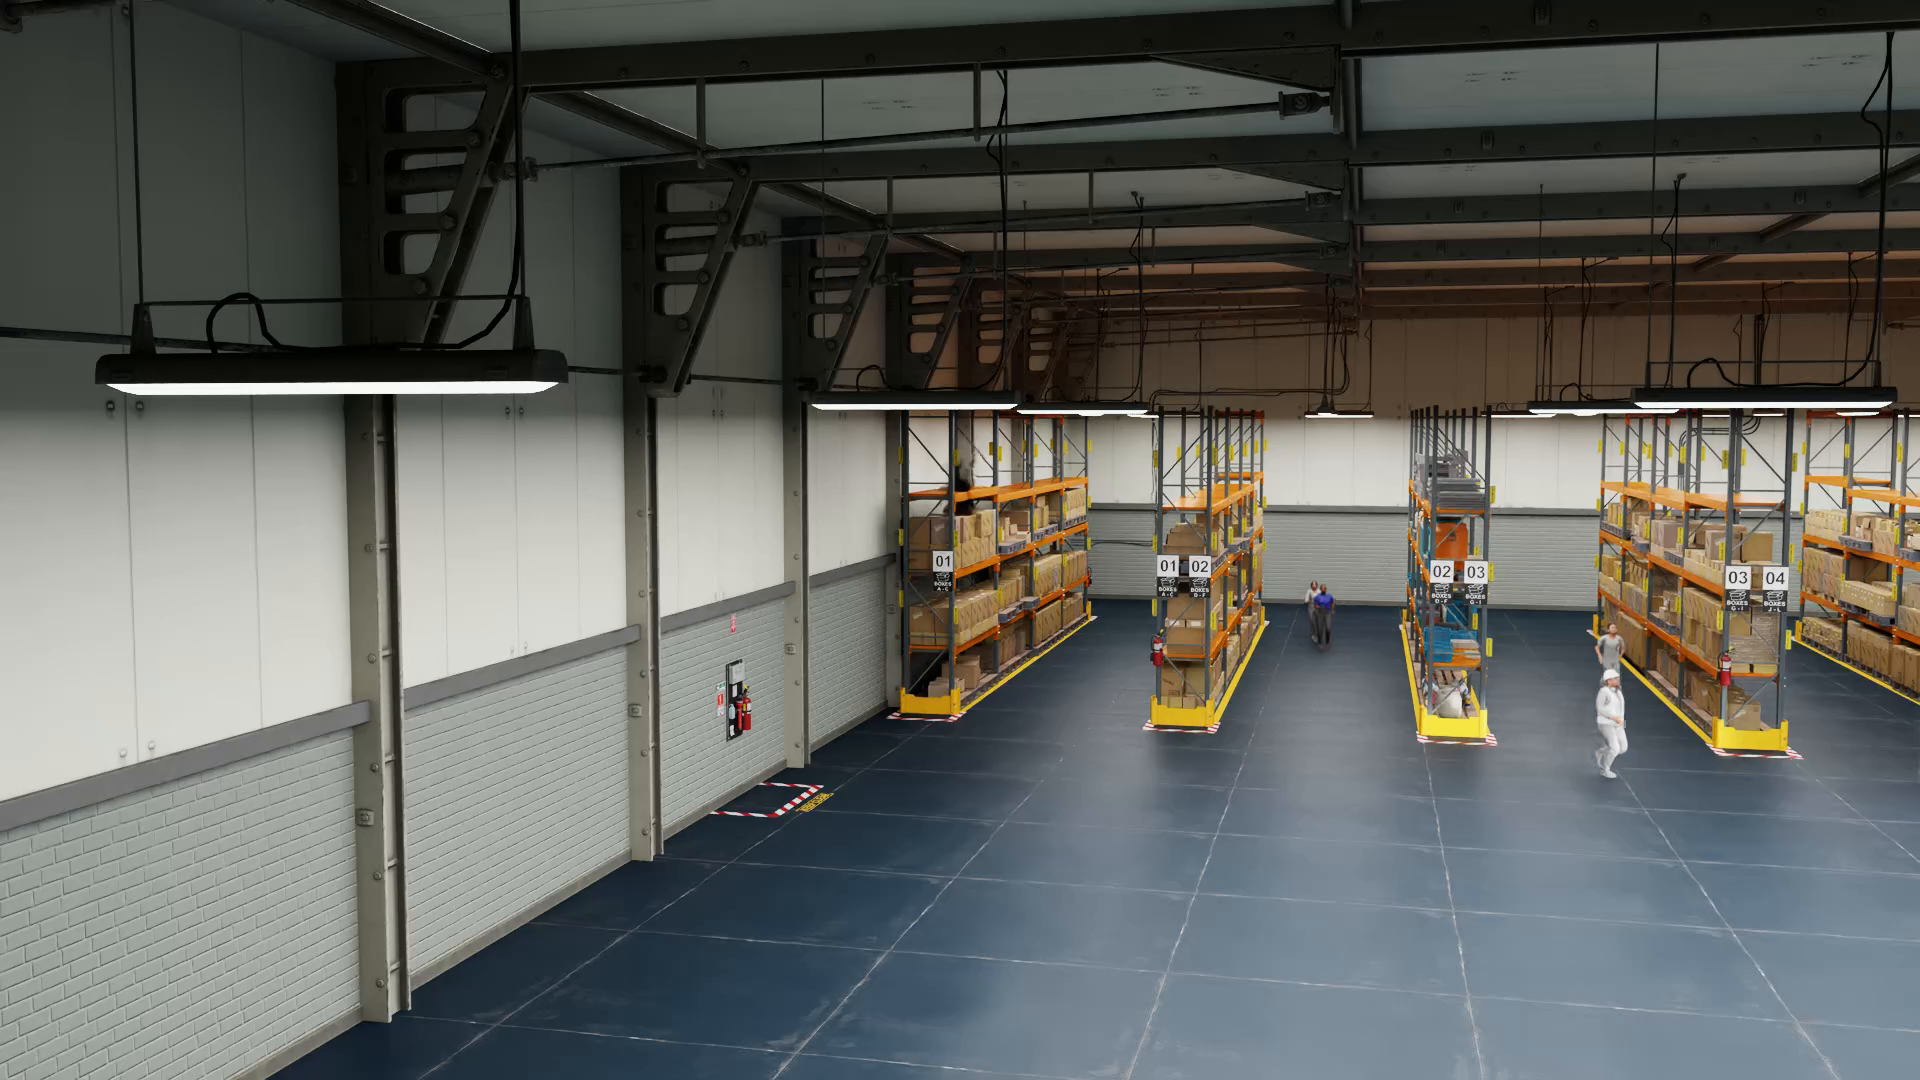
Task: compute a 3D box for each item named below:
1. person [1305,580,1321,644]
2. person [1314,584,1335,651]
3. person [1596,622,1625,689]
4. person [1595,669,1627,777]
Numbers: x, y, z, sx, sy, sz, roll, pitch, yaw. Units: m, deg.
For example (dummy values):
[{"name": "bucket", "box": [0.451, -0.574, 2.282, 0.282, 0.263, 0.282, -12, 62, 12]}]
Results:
[{"name": "person", "box": [9.148, 1.853, 42.907, 0.513, 1.634, 0.702, 1, 4, 10]}, {"name": "person", "box": [9.085, 1.929, 41.452, 0.544, 1.664, 0.688, 0, 4, 6]}, {"name": "person", "box": [13.276, 2.488, 33.910, 0.567, 1.623, 0.568, 0, 4, 6]}, {"name": "person", "box": [10.479, 2.940, 26.782, 0.692, 1.731, 0.599, -3, 5, -39]}]
